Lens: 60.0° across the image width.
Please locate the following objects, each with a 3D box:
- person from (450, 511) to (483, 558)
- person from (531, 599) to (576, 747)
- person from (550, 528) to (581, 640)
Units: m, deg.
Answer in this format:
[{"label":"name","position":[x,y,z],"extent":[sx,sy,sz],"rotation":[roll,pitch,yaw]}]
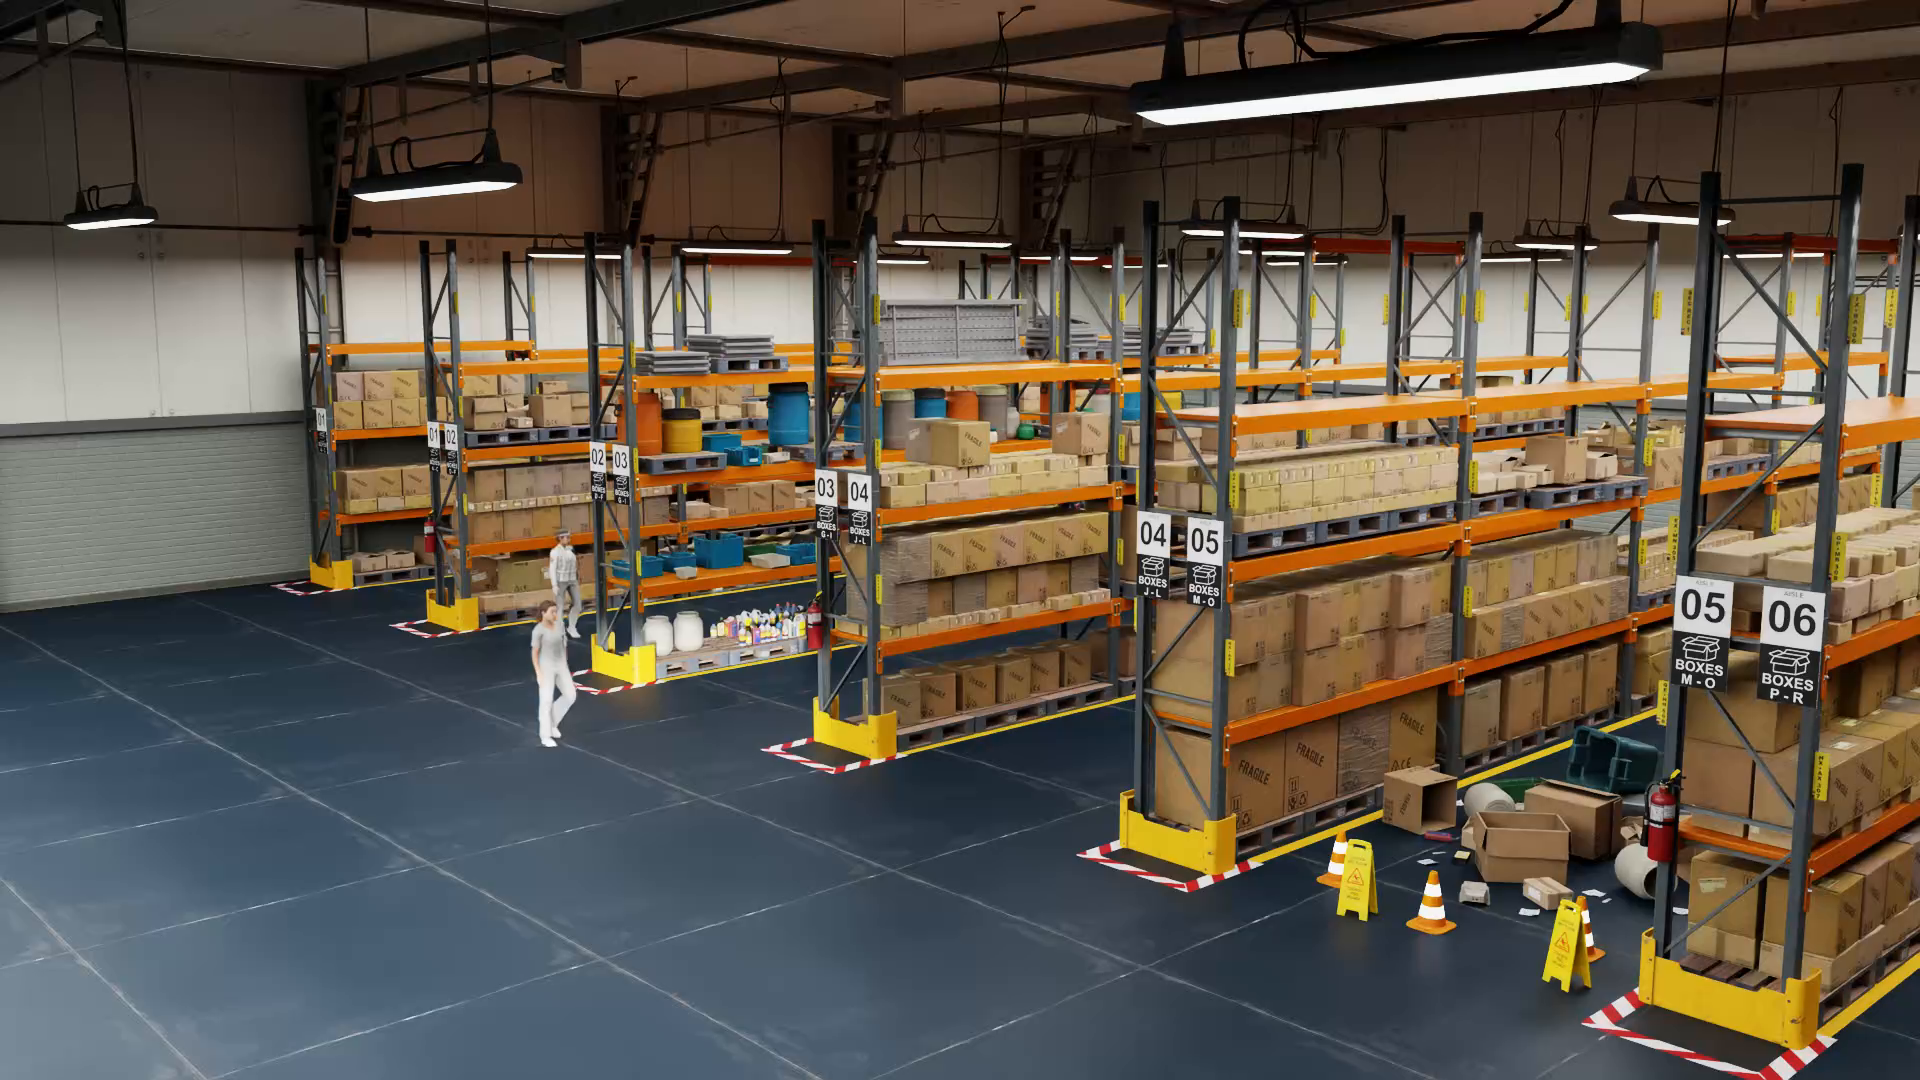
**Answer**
[{"label":"person","position":[-8.581,0.060,28.980],"extent":[0.613,1.825,0.441],"rotation":[-5,10,-33]},{"label":"person","position":[-4.744,1.518,19.295],"extent":[0.525,1.674,0.565],"rotation":[7,11,38]},{"label":"person","position":[-5.983,0.678,25.191],"extent":[0.534,1.732,0.352],"rotation":[-8,11,-42]}]
